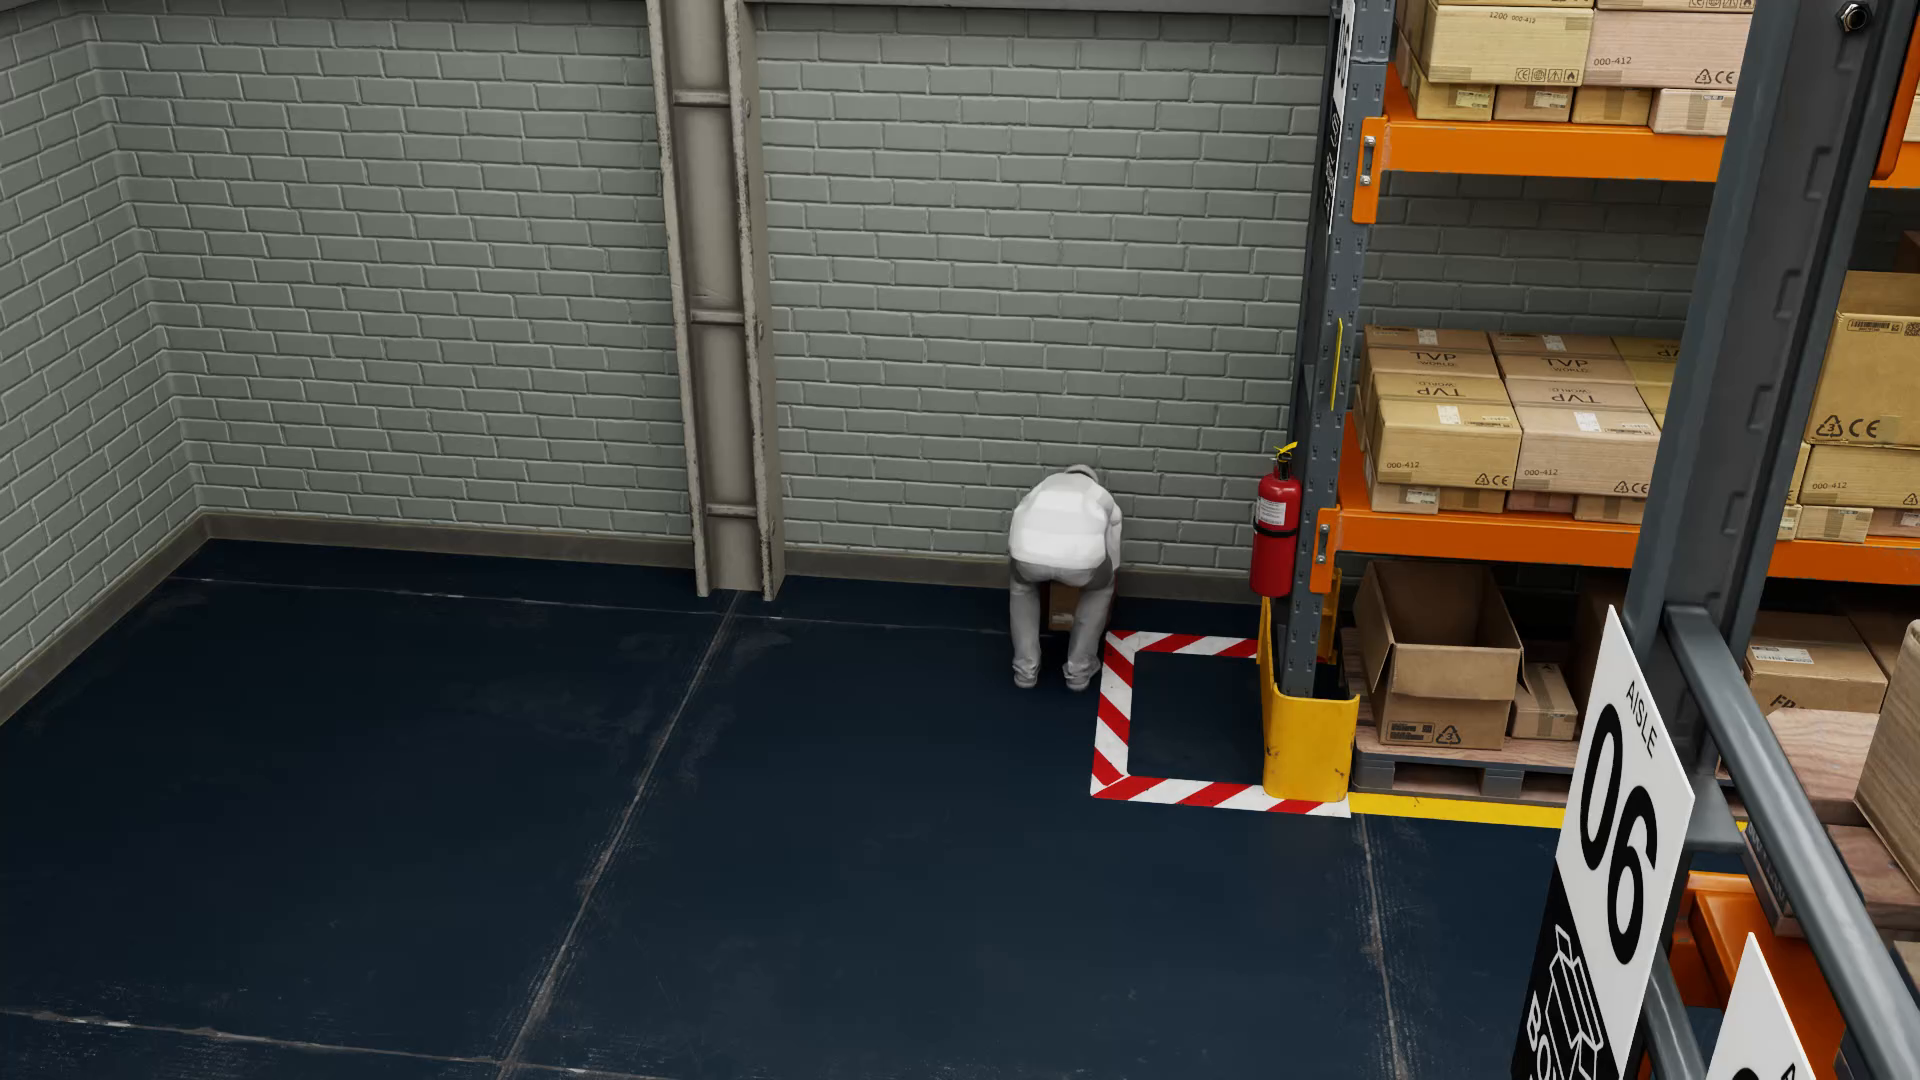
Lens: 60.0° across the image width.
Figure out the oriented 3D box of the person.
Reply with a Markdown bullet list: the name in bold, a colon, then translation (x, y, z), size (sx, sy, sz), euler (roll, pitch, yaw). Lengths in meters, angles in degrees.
- **person**: translation (0.481, 0.152, 7.698), size (0.488, 0.831, 0.915), euler (6, 29, 11)
